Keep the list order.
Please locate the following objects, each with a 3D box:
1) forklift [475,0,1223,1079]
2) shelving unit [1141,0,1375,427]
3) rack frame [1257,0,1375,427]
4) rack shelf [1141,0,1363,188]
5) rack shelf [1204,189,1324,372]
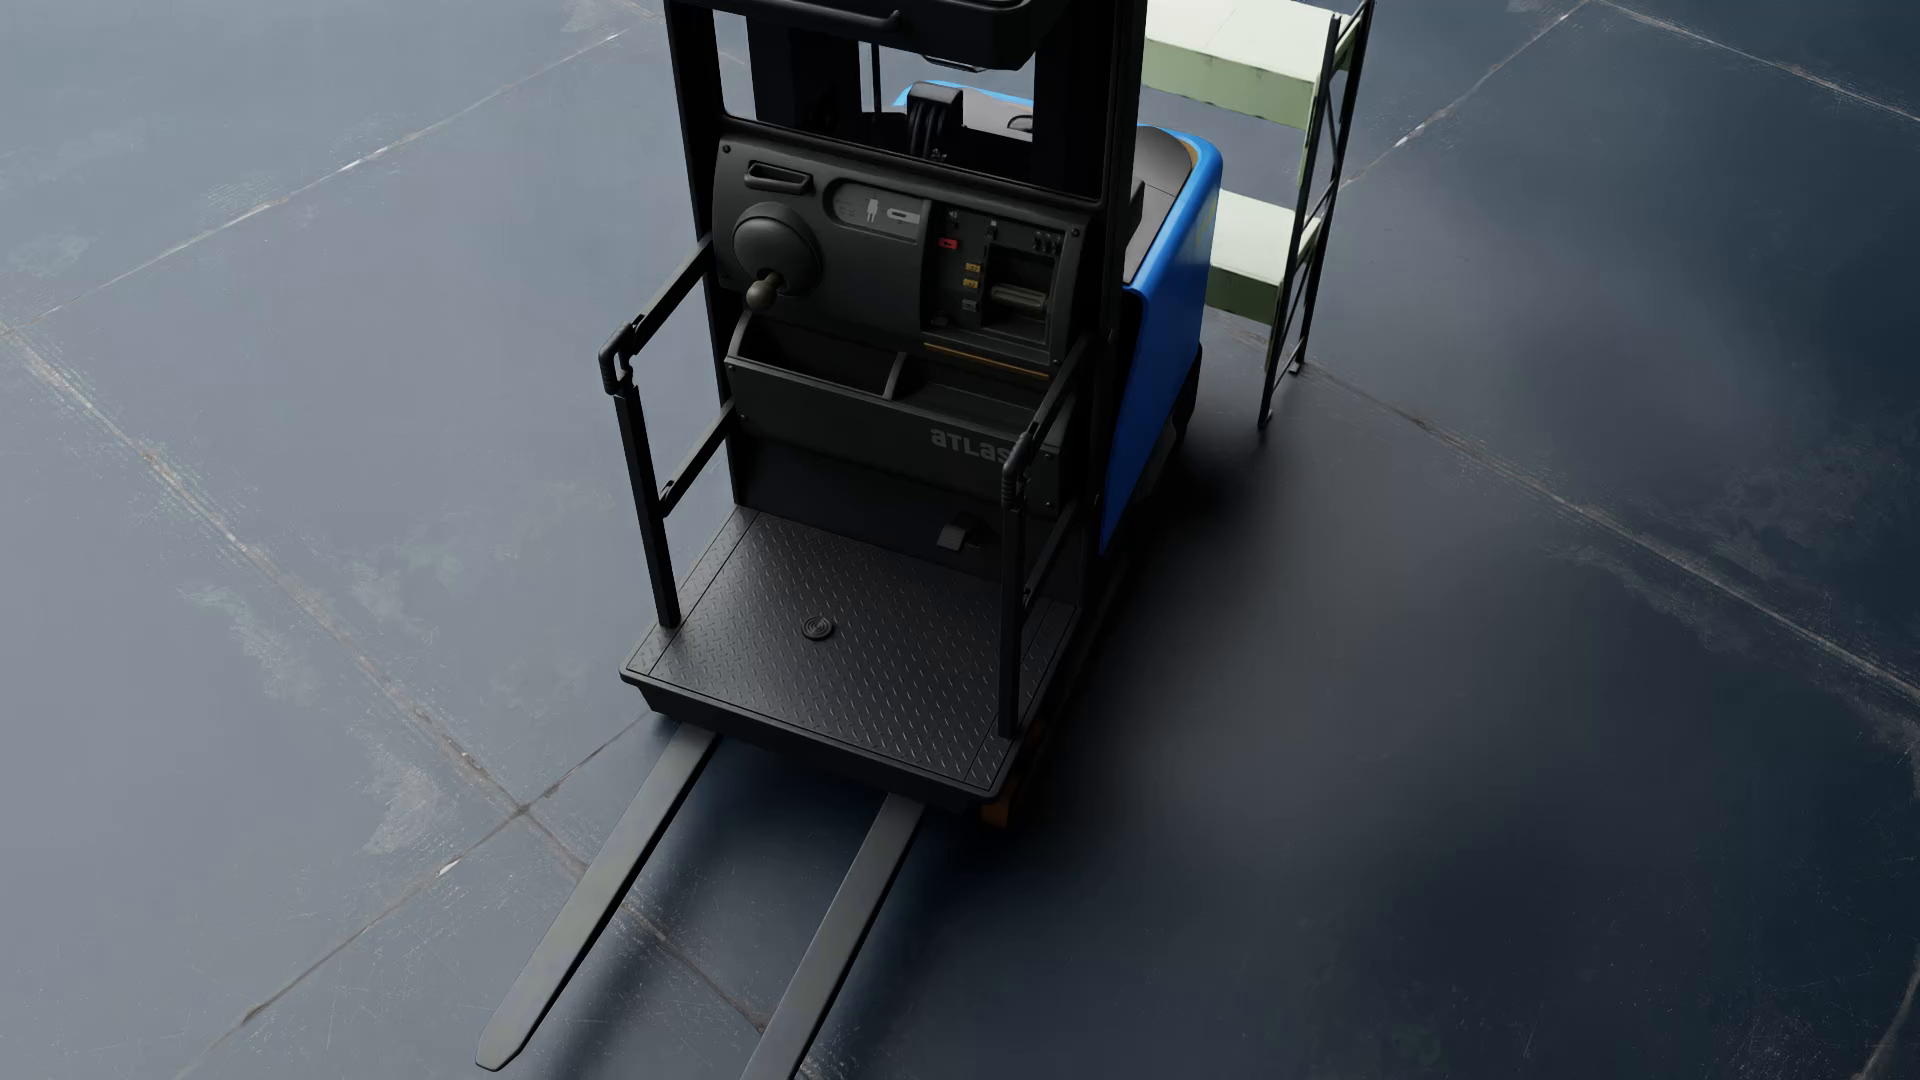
[{"bbox_3d":[-0.236,-0.581,3.785,1.130,2.935,3.031,17,49,15],"label":"forklift"},{"bbox_3d":[0.785,-1.153,5.302,0.755,1.500,0.431,21,50,19],"label":"shelving unit"},{"bbox_3d":[1.108,-1.028,5.184,0.023,1.500,0.400,21,50,19],"label":"rack frame"},{"bbox_3d":[0.786,-1.422,5.019,0.720,0.370,0.431,21,50,19],"label":"rack shelf"},{"bbox_3d":[0.784,-0.929,5.538,0.720,0.370,0.431,21,50,19],"label":"rack shelf"}]
